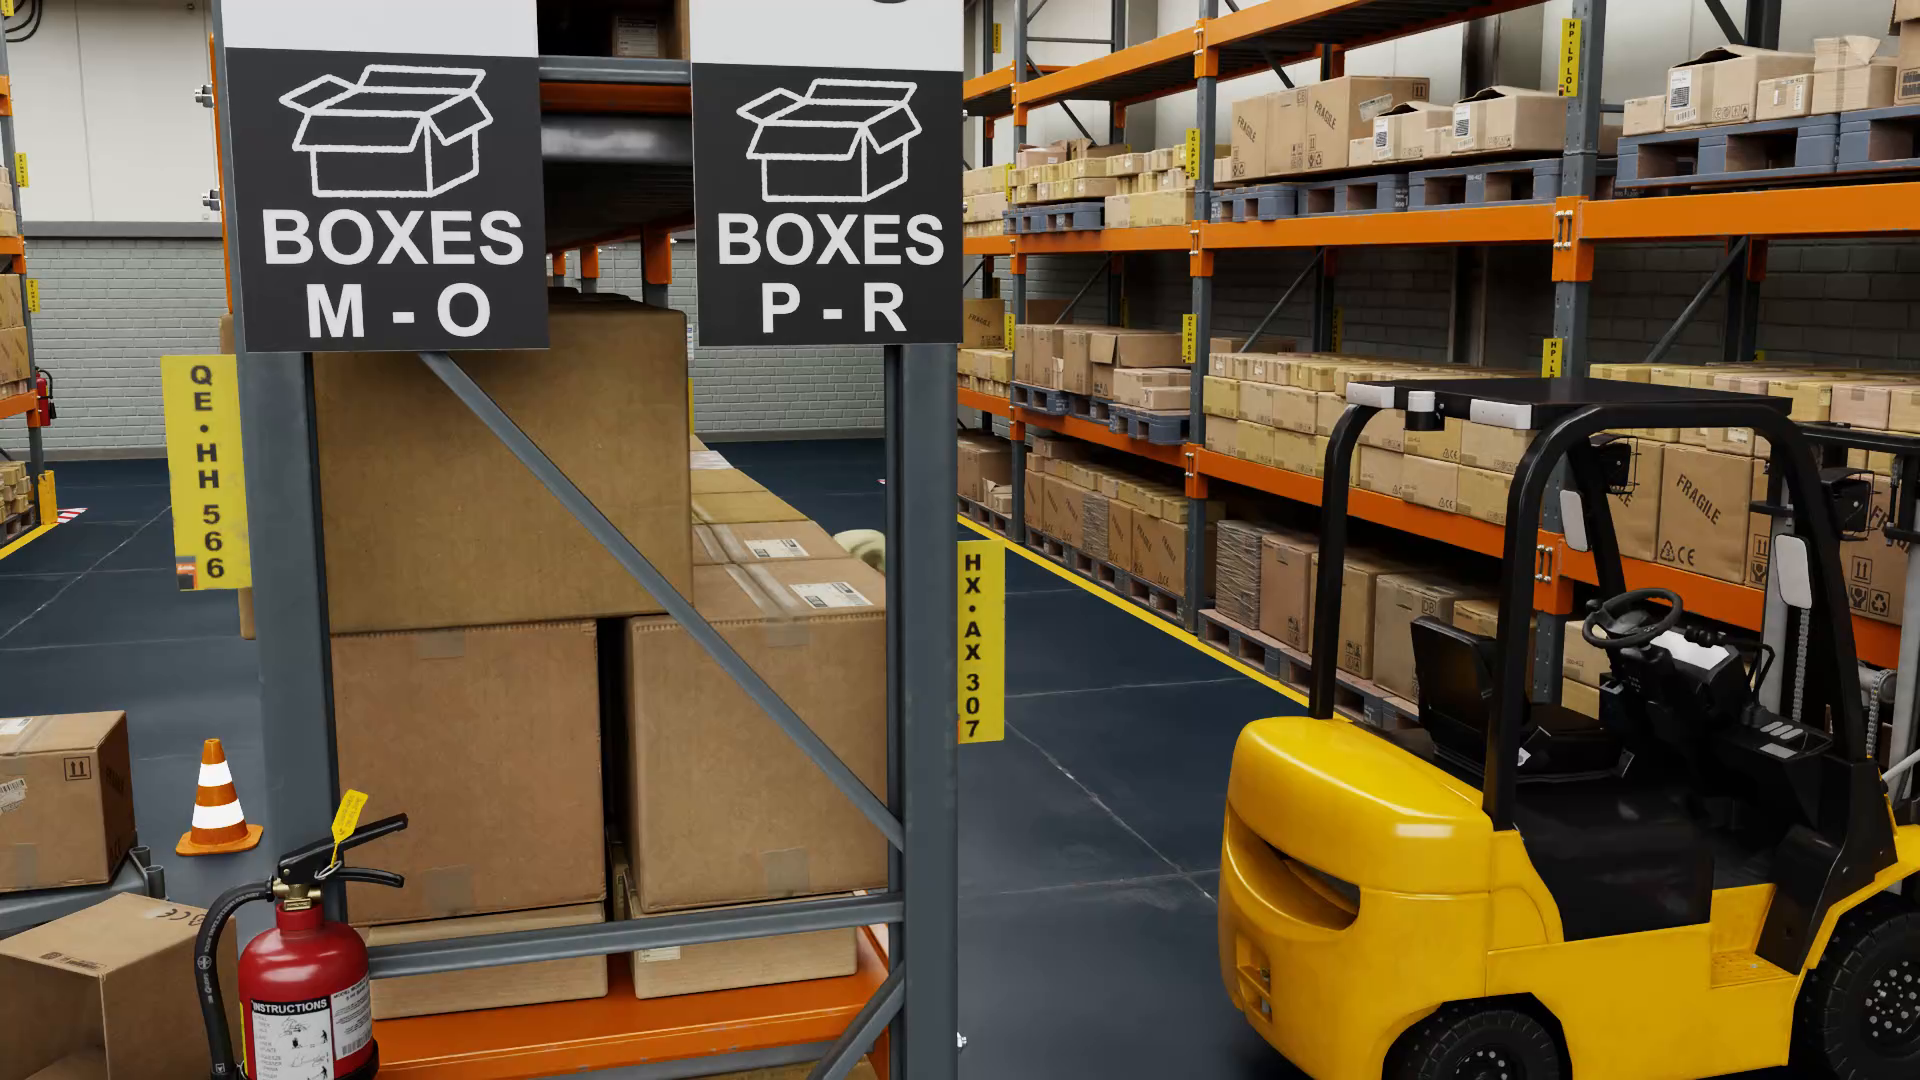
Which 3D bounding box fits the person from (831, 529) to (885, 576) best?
[{"bbox_3d":[-0.761,0.466,9.890,0.860,0.915,0.453,-3,10,-19],"label":"person"}]
